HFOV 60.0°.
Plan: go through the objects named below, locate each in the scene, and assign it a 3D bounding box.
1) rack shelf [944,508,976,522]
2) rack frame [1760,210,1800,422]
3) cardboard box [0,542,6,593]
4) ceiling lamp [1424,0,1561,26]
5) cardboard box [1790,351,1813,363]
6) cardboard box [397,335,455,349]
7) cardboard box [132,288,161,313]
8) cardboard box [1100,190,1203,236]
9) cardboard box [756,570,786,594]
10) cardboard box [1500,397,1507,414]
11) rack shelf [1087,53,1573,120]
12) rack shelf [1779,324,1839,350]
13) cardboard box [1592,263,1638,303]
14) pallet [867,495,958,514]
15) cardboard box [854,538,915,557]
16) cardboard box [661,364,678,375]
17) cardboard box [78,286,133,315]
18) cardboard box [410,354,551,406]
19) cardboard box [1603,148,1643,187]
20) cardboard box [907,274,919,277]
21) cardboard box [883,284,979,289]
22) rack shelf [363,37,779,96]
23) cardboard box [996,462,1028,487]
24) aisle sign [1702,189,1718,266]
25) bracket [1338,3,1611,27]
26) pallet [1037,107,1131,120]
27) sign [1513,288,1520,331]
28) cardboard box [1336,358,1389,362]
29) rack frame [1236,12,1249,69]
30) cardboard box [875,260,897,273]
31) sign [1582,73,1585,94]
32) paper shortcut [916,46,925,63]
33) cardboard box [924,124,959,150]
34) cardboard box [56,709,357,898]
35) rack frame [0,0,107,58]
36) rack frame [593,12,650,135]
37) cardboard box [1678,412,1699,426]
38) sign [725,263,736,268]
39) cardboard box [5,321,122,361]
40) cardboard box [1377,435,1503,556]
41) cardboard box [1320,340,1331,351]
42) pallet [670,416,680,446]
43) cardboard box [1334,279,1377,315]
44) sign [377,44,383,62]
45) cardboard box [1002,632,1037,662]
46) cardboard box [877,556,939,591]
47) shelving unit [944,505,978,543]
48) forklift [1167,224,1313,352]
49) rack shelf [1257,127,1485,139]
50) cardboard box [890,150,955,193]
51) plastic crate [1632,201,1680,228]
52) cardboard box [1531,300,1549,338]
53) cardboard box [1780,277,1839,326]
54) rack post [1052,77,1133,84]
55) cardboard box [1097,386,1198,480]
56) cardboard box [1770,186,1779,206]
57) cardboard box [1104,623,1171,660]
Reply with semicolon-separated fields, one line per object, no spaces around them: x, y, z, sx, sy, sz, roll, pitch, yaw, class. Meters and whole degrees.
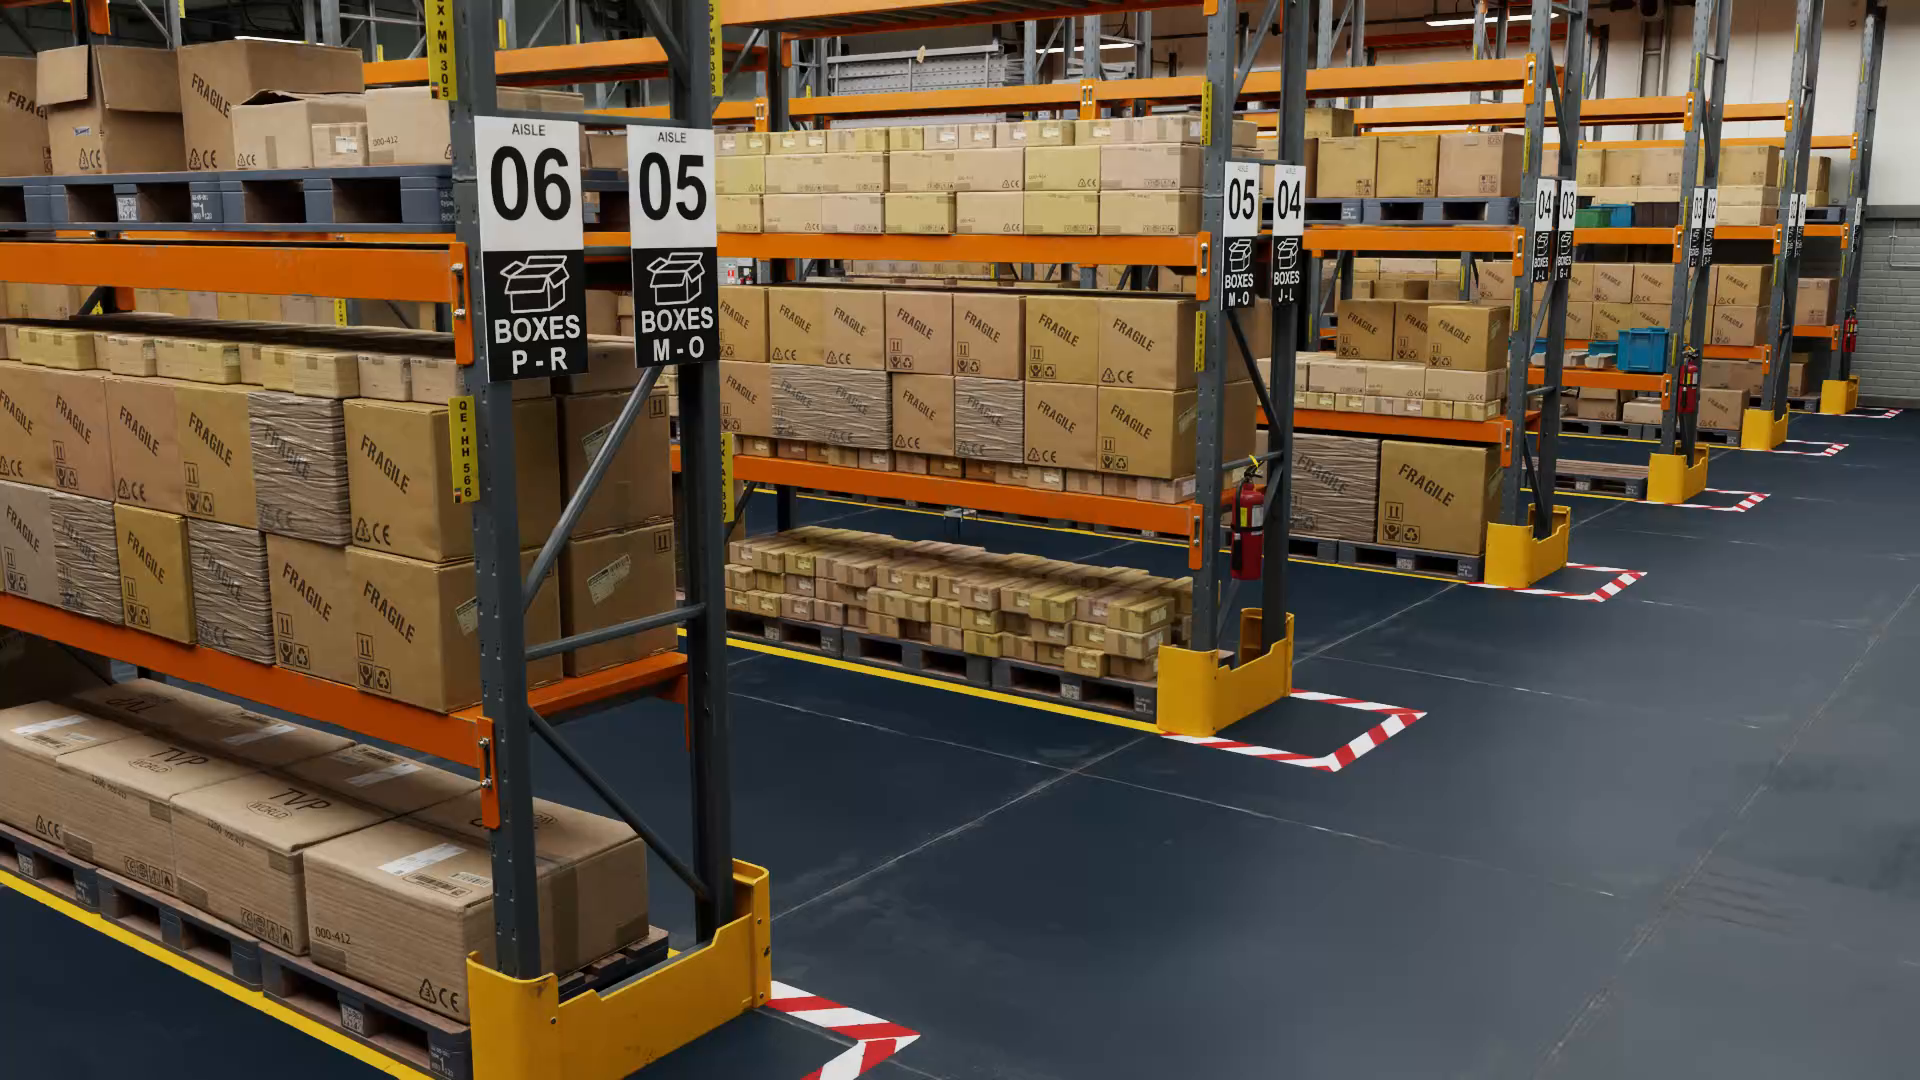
0.007;-0.231;15.200;0.200;0.077;0.258;8;13;36;rack shelf
10.541;-2.708;21.352;0.127;3.000;1.000;8;13;36;rack frame
-4.192;-0.081;7.508;0.500;0.500;0.500;9;14;37;cardboard box
7.913;-9.392;24.739;2.000;3.185;0.800;8;13;36;ceiling lamp
13.066;-2.845;25.824;0.250;0.149;0.380;8;14;36;cardboard box
-1.931;-0.708;6.409;0.250;0.149;0.380;7;13;34;cardboard box
-7.611;-2.278;16.234;0.500;0.500;0.700;8;13;35;cardboard box
1.134;-1.854;9.433;0.500;0.250;0.500;8;13;34;cardboard box
-1.207;0.258;11.636;0.250;0.149;0.380;8;14;36;cardboard box
4.584;-1.159;14.007;0.250;0.149;0.380;8;14;36;cardboard box
3.063;-3.813;14.214;4.000;0.370;1.077;8;13;36;rack shelf
11.858;-3.339;26.505;4.000;0.370;1.077;8;13;36;rack shelf
8.778;-3.428;22.178;0.500;0.500;0.500;8;14;37;cardboard box
-0.203;-0.485;17.202;1.213;0.211;1.003;8;13;36;pallet
-0.529;0.098;11.679;0.250;0.149;0.380;8;14;37;cardboard box
-2.006;-1.284;11.980;0.250;0.149;0.380;9;14;38;cardboard box
-8.292;-2.444;16.747;0.550;0.550;0.875;8;13;36;cardboard box
-1.599;-0.543;5.557;0.250;0.149;0.380;8;14;36;cardboard box
8.951;-4.956;22.176;0.500;0.500;0.700;8;13;36;cardboard box
-0.715;-4.595;29.134;0.250;0.149;0.380;8;14;37;cardboard box
-0.204;-1.452;11.177;0.500;0.500;0.500;8;14;37;cardboard box
-3.179;-3.515;12.672;4.000;0.370;1.077;8;13;36;rack shelf
0.424;-0.433;10.253;0.250;0.149;0.380;7;13;33;cardboard box
7.840;-3.264;17.381;0.004;0.787;0.394;8;13;36;aisle sign
8.688;-8.967;28.432;4.783;0.066;0.076;8;13;36;bracket
1.722;-5.420;21.126;1.003;0.211;1.213;8;13;36;pallet
4.342;-1.795;12.962;0.005;0.325;0.100;8;13;36;sign
3.622;-1.474;14.586;0.500;0.250;0.500;7;13;34;cardboard box
4.093;-6.553;25.432;0.127;3.000;1.000;8;13;36;rack frame
-1.110;-5.018;29.612;0.500;0.500;0.700;8;14;36;cardboard box
9.935;-7.275;26.497;0.005;0.325;0.100;8;13;36;sign
-0.398;-5.037;17.230;0.078;0.170;0.009;38;38;19;paper shortcut
-0.012;-2.453;10.165;0.250;0.149;0.380;7;13;34;cardboard box
-3.251;1.115;7.232;0.875;0.438;0.875;7;13;34;cardboard box
-4.415;-3.070;7.428;0.127;3.000;1.000;8;13;36;rack frame
-5.290;-6.695;26.163;0.127;3.000;1.000;8;13;36;rack frame
9.684;-1.616;22.007;0.250;0.166;0.380;8;13;36;cardboard box
-5.541;-6.632;40.143;0.331;0.109;0.001;8;13;36;sign
-3.867;-0.859;7.191;0.250;0.149;0.380;8;13;35;cardboard box
4.111;-0.415;13.986;0.875;0.875;0.875;8;13;36;cardboard box
6.411;-3.428;30.496;0.500;0.500;0.700;8;14;36;cardboard box
-2.097;-0.908;12.551;1.213;0.211;1.003;8;13;36;pallet
5.857;-3.603;24.605;0.500;0.500;0.700;4;12;21;cardboard box
-7.876;-6.555;22.567;0.005;0.325;0.100;8;13;36;sign
0.474;0.640;10.445;0.250;0.149;0.380;8;14;36;cardboard box
-0.343;0.224;11.030;0.250;0.149;0.380;7;13;33;cardboard box
0.007;-0.441;15.160;0.210;0.900;0.258;8;13;36;shelving unit
2.833;-1.930;17.510;3.031;2.935;1.130;10;15;42;forklift
5.705;-5.779;24.376;4.000;0.370;1.077;8;13;36;rack shelf
-0.088;-2.275;10.296;0.500;0.250;0.500;7;13;33;cardboard box
7.461;-3.445;17.607;0.590;0.269;0.497;8;13;36;plastic crate
7.981;-3.051;22.861;0.500;0.500;0.500;8;14;37;cardboard box
13.053;-3.670;25.534;0.700;0.700;0.980;9;14;38;cardboard box
1.767;-5.683;21.133;0.937;0.300;0.954;8;13;36;rack post
1.143;-0.651;9.669;0.500;0.500;0.500;8;14;37;cardboard box
10.281;-4.450;21.539;0.500;0.250;0.500;8;13;36;cardboard box
1.063;0.588;9.933;0.250;0.149;0.380;8;13;34;cardboard box
